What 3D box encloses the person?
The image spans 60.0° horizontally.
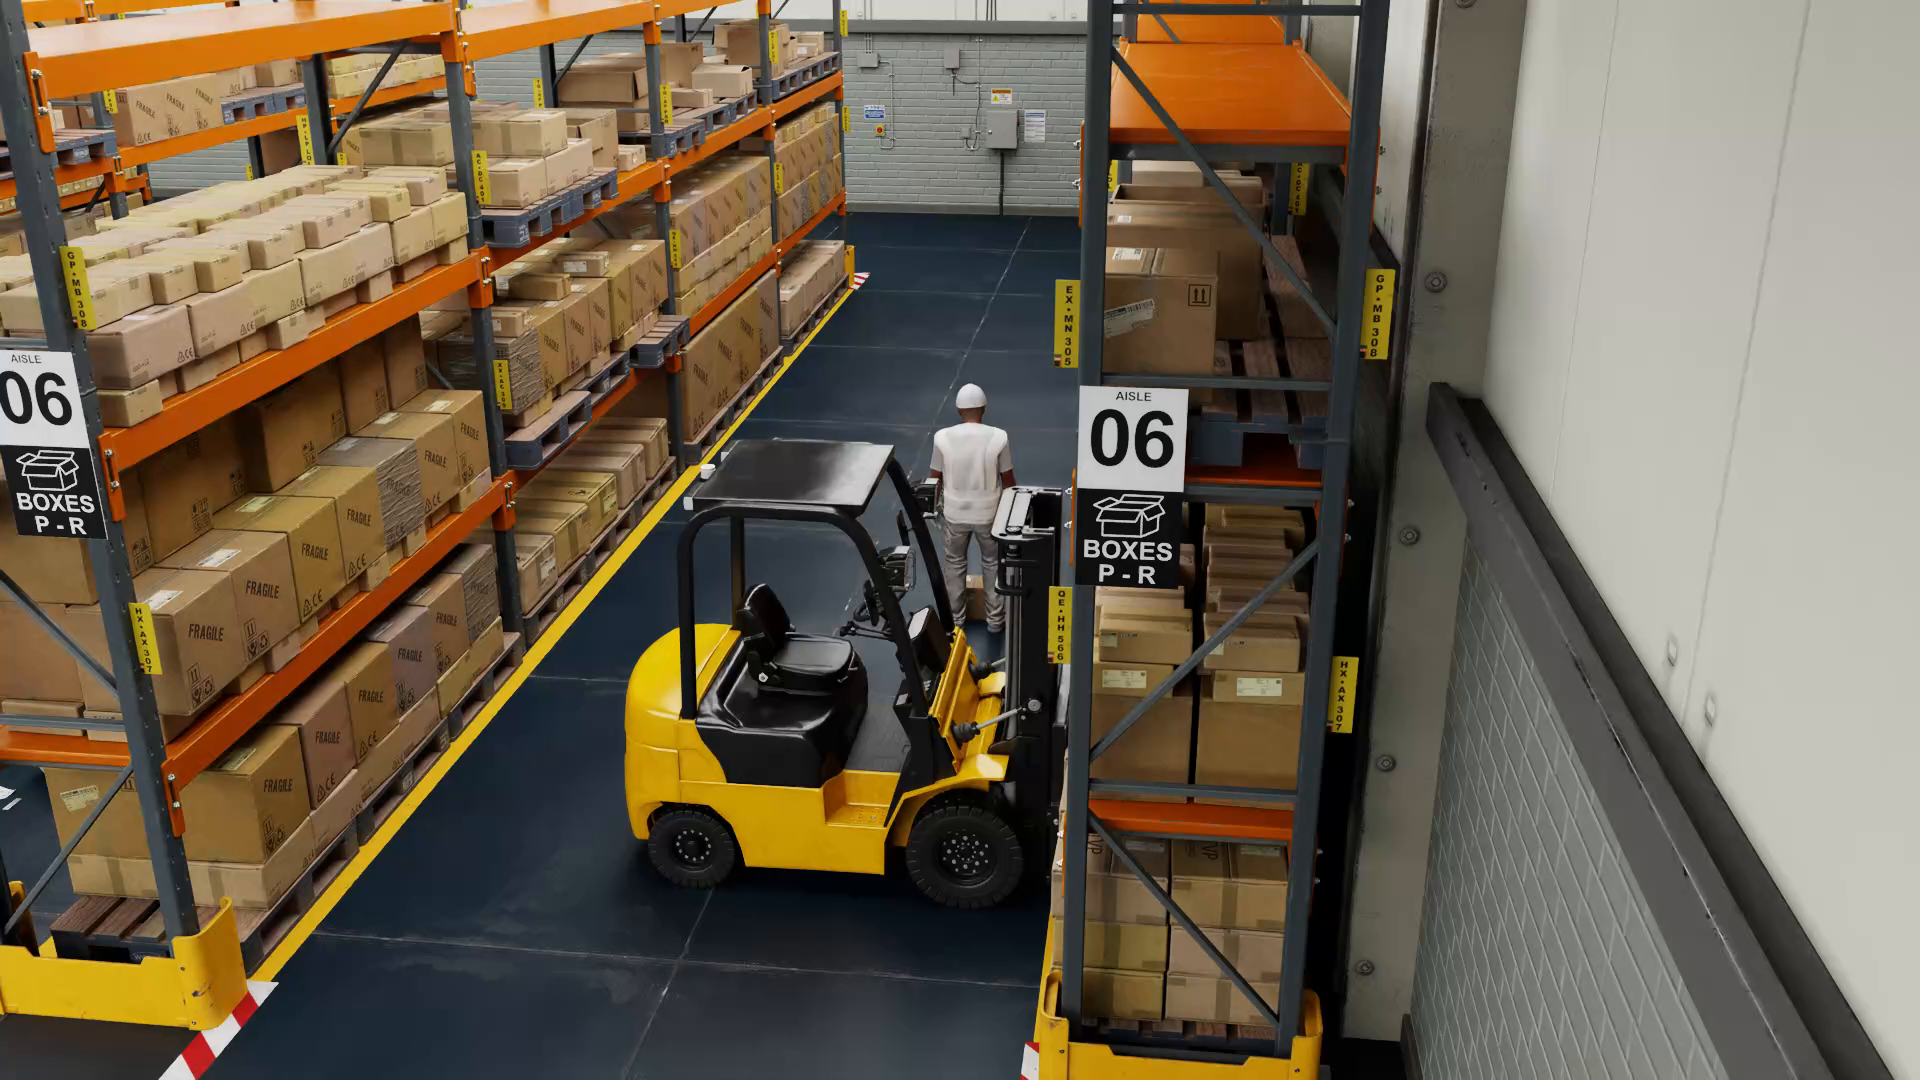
[{"bbox_3d":[0.095,-0.208,11.610,0.613,1.773,0.448,2,21,5],"label":"person"}]
